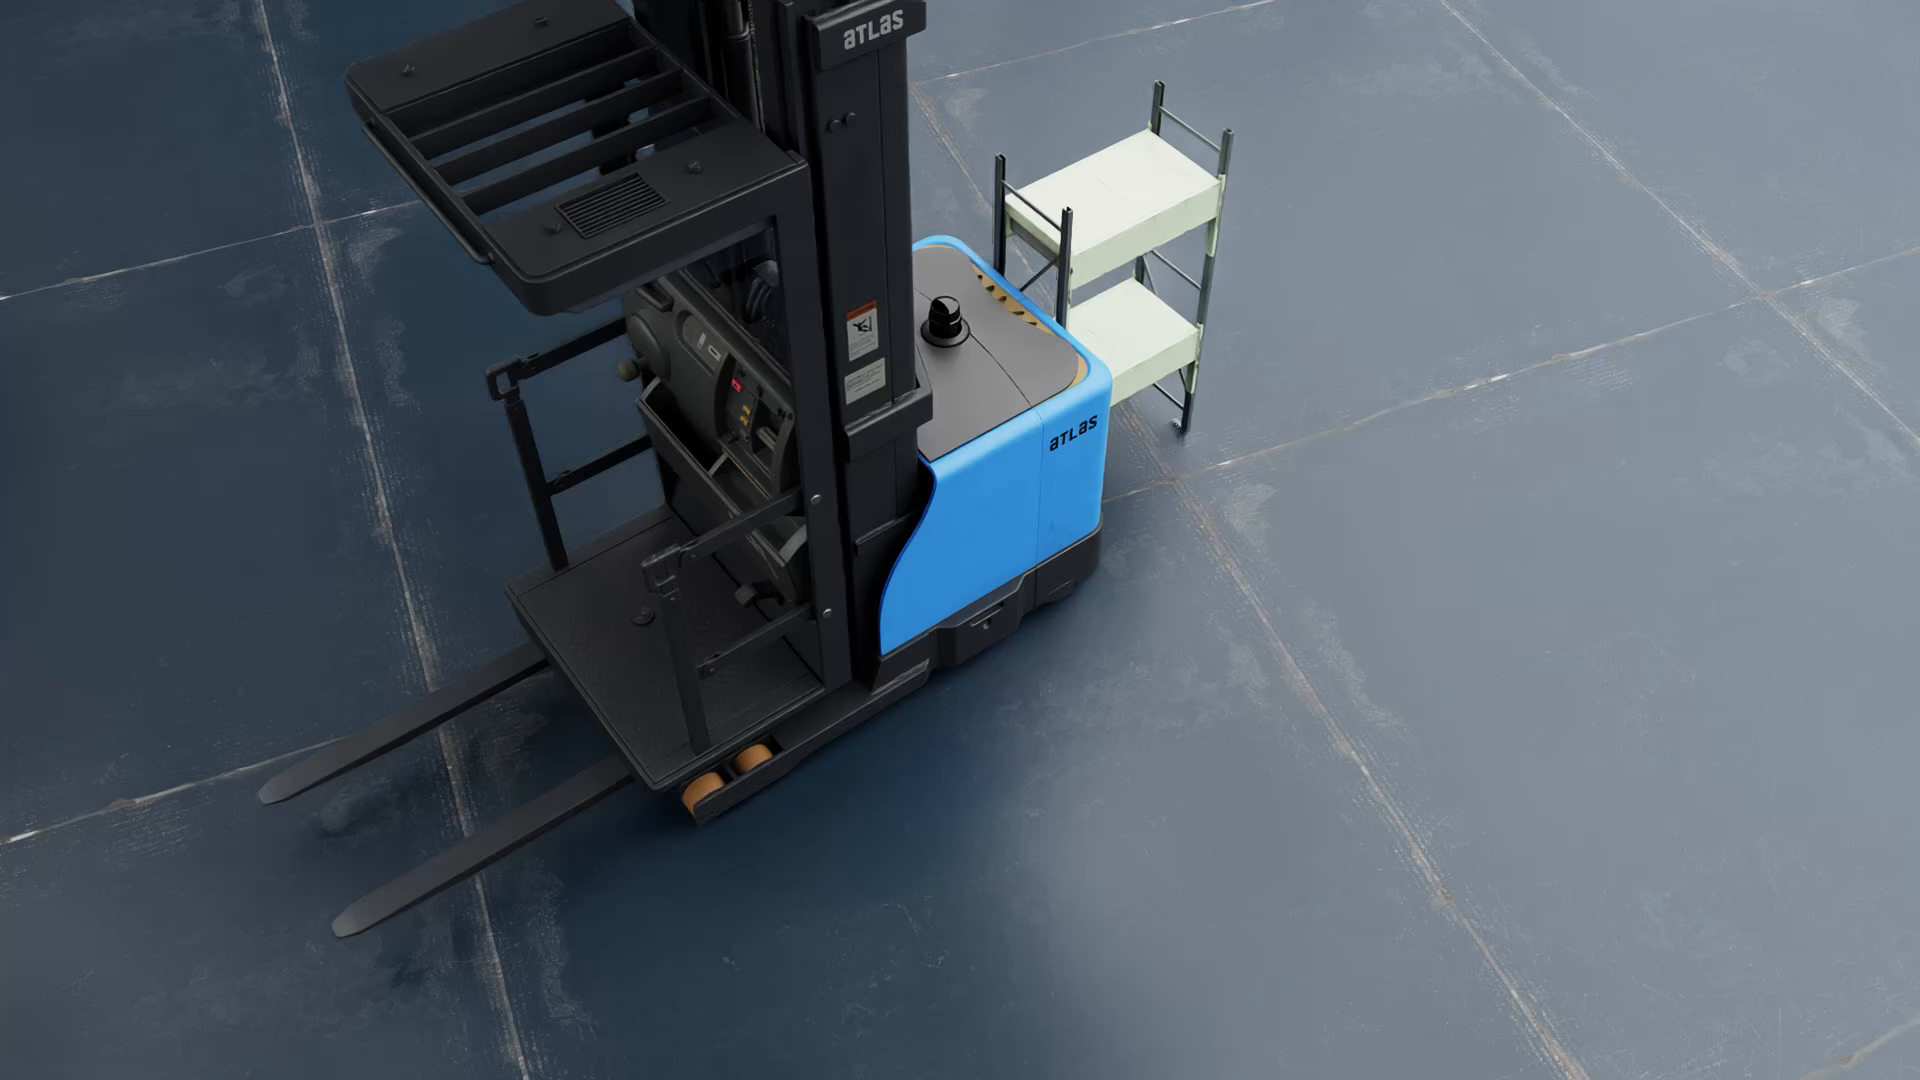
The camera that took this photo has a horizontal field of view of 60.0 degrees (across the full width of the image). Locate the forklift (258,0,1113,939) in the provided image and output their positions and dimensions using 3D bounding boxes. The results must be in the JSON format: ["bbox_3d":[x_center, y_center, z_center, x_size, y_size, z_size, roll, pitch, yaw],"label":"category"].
[{"bbox_3d":[-0.944,-0.449,5.044,3.031,2.935,1.130,-30,56,-23],"label":"forklift"}]

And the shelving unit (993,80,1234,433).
[{"bbox_3d":[0.544,-0.896,6.371,0.755,1.500,0.431,-30,56,-23],"label":"shelving unit"}]

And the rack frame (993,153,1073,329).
[{"bbox_3d":[0.251,-0.729,6.228,0.023,1.500,0.400,-30,56,-23],"label":"rack frame"}]

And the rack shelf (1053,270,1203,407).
[{"bbox_3d":[0.544,-0.683,6.619,0.720,0.370,0.431,-30,56,-23],"label":"rack shelf"}]

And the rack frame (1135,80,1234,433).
[{"bbox_3d":[0.836,-1.062,6.514,0.023,1.500,0.400,-30,56,-23],"label":"rack frame"}]

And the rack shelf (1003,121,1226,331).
[{"bbox_3d":[0.544,-1.150,6.075,0.720,0.370,0.431,-30,56,-23],"label":"rack shelf"}]
